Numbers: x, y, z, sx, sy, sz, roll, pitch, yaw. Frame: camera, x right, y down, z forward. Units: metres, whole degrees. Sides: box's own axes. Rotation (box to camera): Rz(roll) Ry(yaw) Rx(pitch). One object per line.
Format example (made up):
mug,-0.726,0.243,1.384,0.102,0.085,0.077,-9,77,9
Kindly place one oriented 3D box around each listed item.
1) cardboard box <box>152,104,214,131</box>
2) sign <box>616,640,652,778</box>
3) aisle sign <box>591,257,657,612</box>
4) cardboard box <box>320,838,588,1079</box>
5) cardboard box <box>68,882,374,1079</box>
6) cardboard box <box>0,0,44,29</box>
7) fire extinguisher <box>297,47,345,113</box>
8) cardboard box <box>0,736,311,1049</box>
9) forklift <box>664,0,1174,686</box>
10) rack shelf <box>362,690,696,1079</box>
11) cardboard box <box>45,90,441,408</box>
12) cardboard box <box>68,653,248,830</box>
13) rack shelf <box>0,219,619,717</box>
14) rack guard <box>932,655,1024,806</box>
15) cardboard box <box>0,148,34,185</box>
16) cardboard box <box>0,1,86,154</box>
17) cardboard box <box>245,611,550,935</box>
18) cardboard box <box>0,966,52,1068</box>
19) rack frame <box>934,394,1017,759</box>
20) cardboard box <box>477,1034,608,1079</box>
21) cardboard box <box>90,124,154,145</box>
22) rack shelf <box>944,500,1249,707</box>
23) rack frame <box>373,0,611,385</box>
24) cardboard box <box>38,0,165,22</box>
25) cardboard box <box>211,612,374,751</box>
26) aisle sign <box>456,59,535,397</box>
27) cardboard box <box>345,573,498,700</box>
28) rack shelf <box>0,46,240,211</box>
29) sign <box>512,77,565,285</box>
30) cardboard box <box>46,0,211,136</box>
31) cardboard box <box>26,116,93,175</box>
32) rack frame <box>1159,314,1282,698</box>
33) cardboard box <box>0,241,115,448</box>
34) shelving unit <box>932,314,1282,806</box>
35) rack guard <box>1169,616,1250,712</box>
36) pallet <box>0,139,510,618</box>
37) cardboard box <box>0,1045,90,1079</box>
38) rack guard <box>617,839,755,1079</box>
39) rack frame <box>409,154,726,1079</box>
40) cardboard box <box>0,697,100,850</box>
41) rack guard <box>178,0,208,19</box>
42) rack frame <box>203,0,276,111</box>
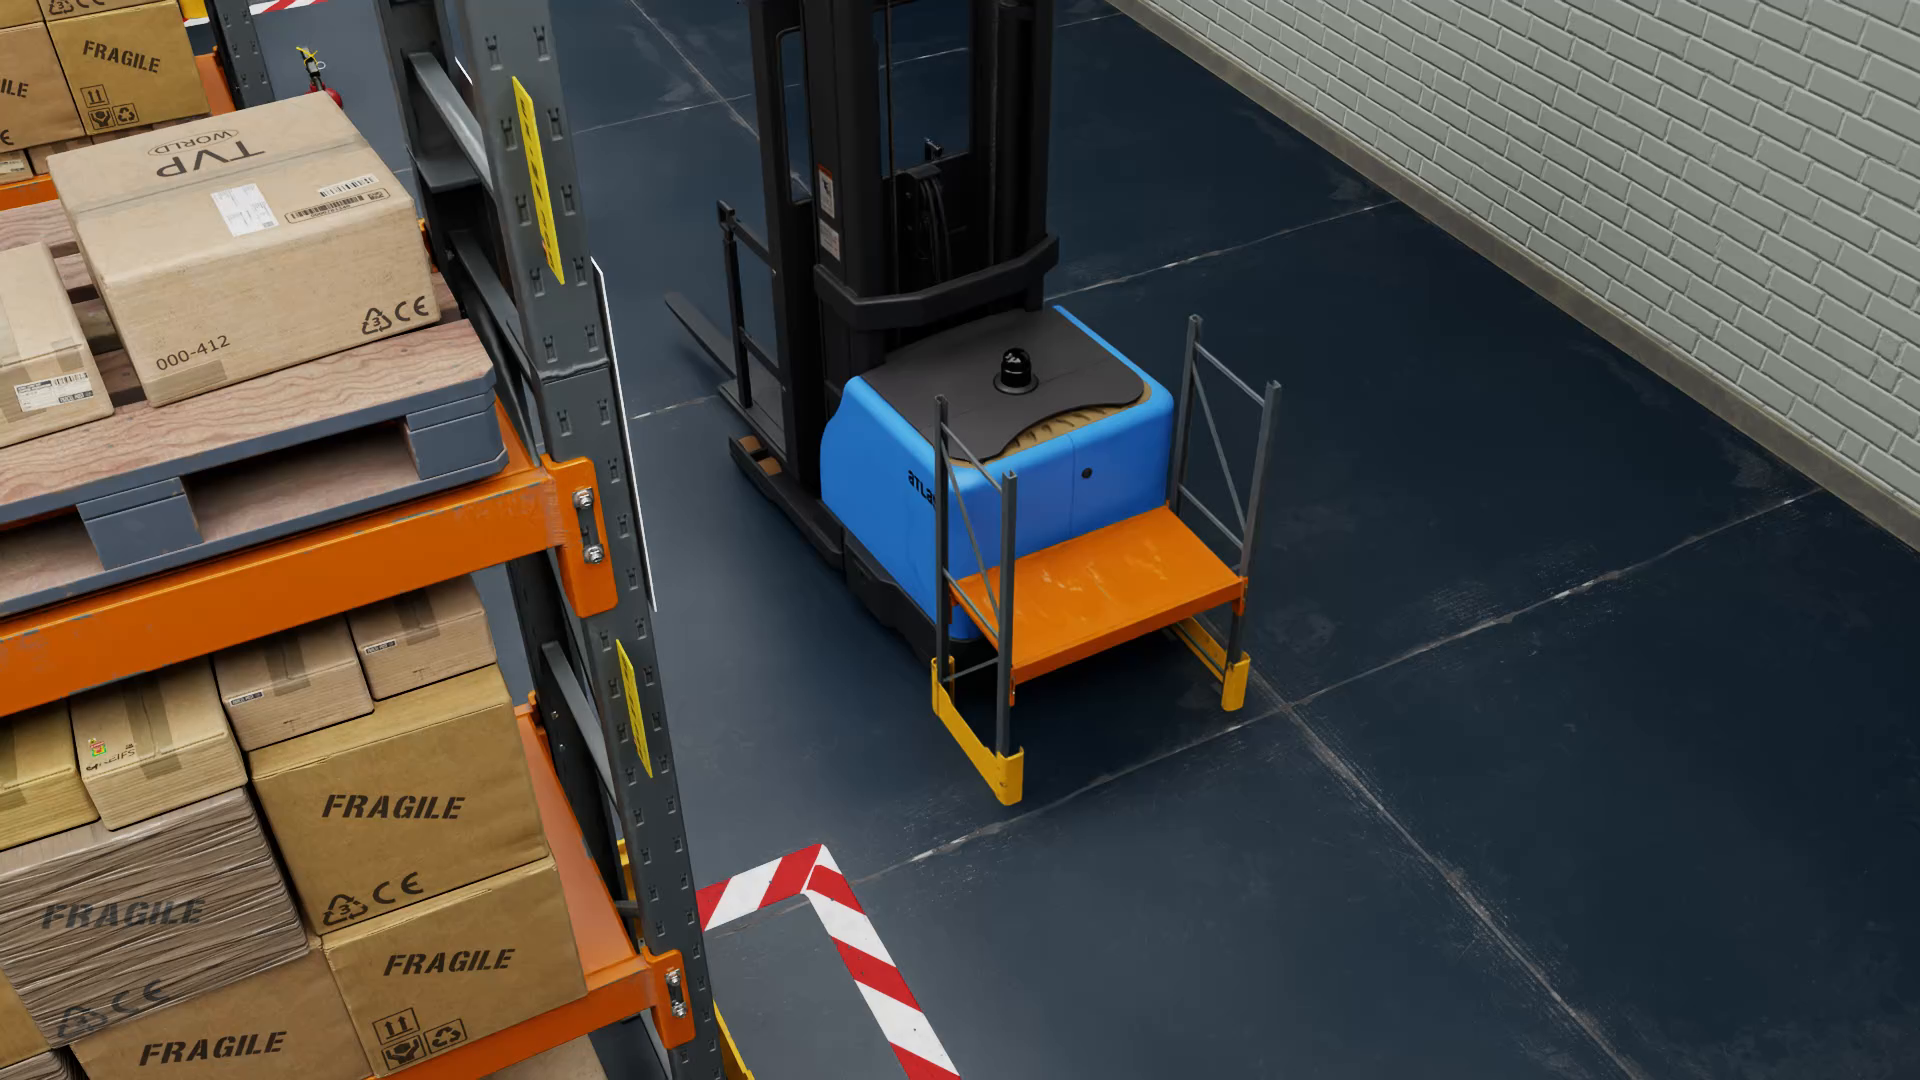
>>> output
cardboard box,-3.446,-1.884,7.348,0.250,0.149,0.380,-19,44,-21
sign,-0.673,0.350,3.435,0.005,0.325,0.100,-19,44,-21
aisle sign,-0.705,-0.269,3.234,0.004,0.787,0.394,-19,44,-21
cardboard box,-1.217,0.825,3.877,0.500,0.500,0.500,-18,44,-20
cardboard box,-1.669,0.966,3.710,0.500,0.500,0.500,-20,44,-22
cardboard box,-4.028,-2.342,6.614,0.500,0.500,0.500,-20,44,-22
fire extinguisher,-2.851,-1.878,7.495,0.183,0.674,0.296,-19,44,-21
cardboard box,-1.679,0.601,3.367,0.500,0.500,0.500,-18,44,-20
forklift,-0.393,-1.474,6.722,1.130,2.935,3.031,-22,45,-24
rack shelf,-2.685,1.439,3.785,4.000,0.370,1.077,-19,44,-21
cardboard box,-1.269,-0.533,2.950,0.500,0.250,0.500,-23,45,-24
cardboard box,-1.541,0.337,3.177,0.250,0.149,0.380,-19,44,-21
rack shelf,-2.685,0.294,2.816,4.000,0.370,1.077,-19,44,-21
rack guard,0.061,0.705,6.222,0.087,0.250,0.587,-19,44,-21
cardboard box,-4.115,-1.658,7.082,0.250,0.149,0.380,-17,43,-20
cardboard box,-4.027,-1.958,6.934,0.500,0.500,0.500,-19,44,-21
cardboard box,-1.229,0.428,3.572,0.500,0.500,0.500,-17,43,-19
cardboard box,-2.119,0.746,3.195,0.500,0.500,0.500,-19,44,-21
rack frame,0.045,0.235,5.809,0.032,1.500,0.500,-19,44,-21
cardboard box,-1.451,1.639,4.650,0.875,0.438,0.875,-20,44,-22
cardboard box,-3.684,-1.831,7.286,0.250,0.149,0.380,-19,44,-21
rack shelf,0.491,0.215,6.112,1.000,0.185,0.538,-19,44,-21
rack frame,-0.912,-1.722,2.320,0.127,3.000,1.000,-19,44,-21
cardboard box,-3.579,-2.493,6.792,0.500,0.500,0.500,-19,44,-22
cardboard box,-1.351,0.211,3.325,0.250,0.149,0.380,-18,43,-20
aisle sign,-0.982,-0.613,3.640,0.004,0.787,0.394,-19,44,-21
cardboard box,-1.137,0.122,3.431,0.250,0.149,0.380,-18,43,-20
rack shelf,-5.062,-1.368,7.101,4.000,0.370,1.077,-19,44,-21
sign,-0.673,-0.570,2.656,0.005,0.325,0.100,-19,44,-21
cardboard box,-3.567,-2.109,7.112,0.500,0.500,0.500,-18,43,-20
cardboard box,-3.900,-1.748,7.187,0.250,0.149,0.380,-19,44,-21
rack frame,0.938,-0.079,6.180,0.032,1.500,0.500,-19,44,-21
cardboard box,-1.604,-0.323,2.781,0.250,0.149,0.380,-22,45,-24
shelving unit,0.499,0.076,5.998,1.083,1.500,0.587,-19,44,-21
rack guard,0.936,0.397,6.585,0.087,0.250,0.587,-19,44,-21
pallet,-1.565,-0.316,3.049,1.213,0.211,1.003,-19,44,-21
cardboard box,-2.121,1.125,3.522,0.500,0.500,0.500,-17,43,-19
rack guard,-0.890,1.514,5.074,0.348,0.500,1.175,-19,44,-21
rack frame,-0.912,0.567,4.258,0.127,3.000,1.000,-19,44,-21
cardboard box,-1.784,0.388,3.116,0.250,0.149,0.380,-18,43,-20
rack guard,-5.468,-4.164,11.783,0.348,0.500,1.175,-19,44,-21
rack frame,-3.288,-2.239,7.573,0.127,3.000,1.000,-19,44,-21
